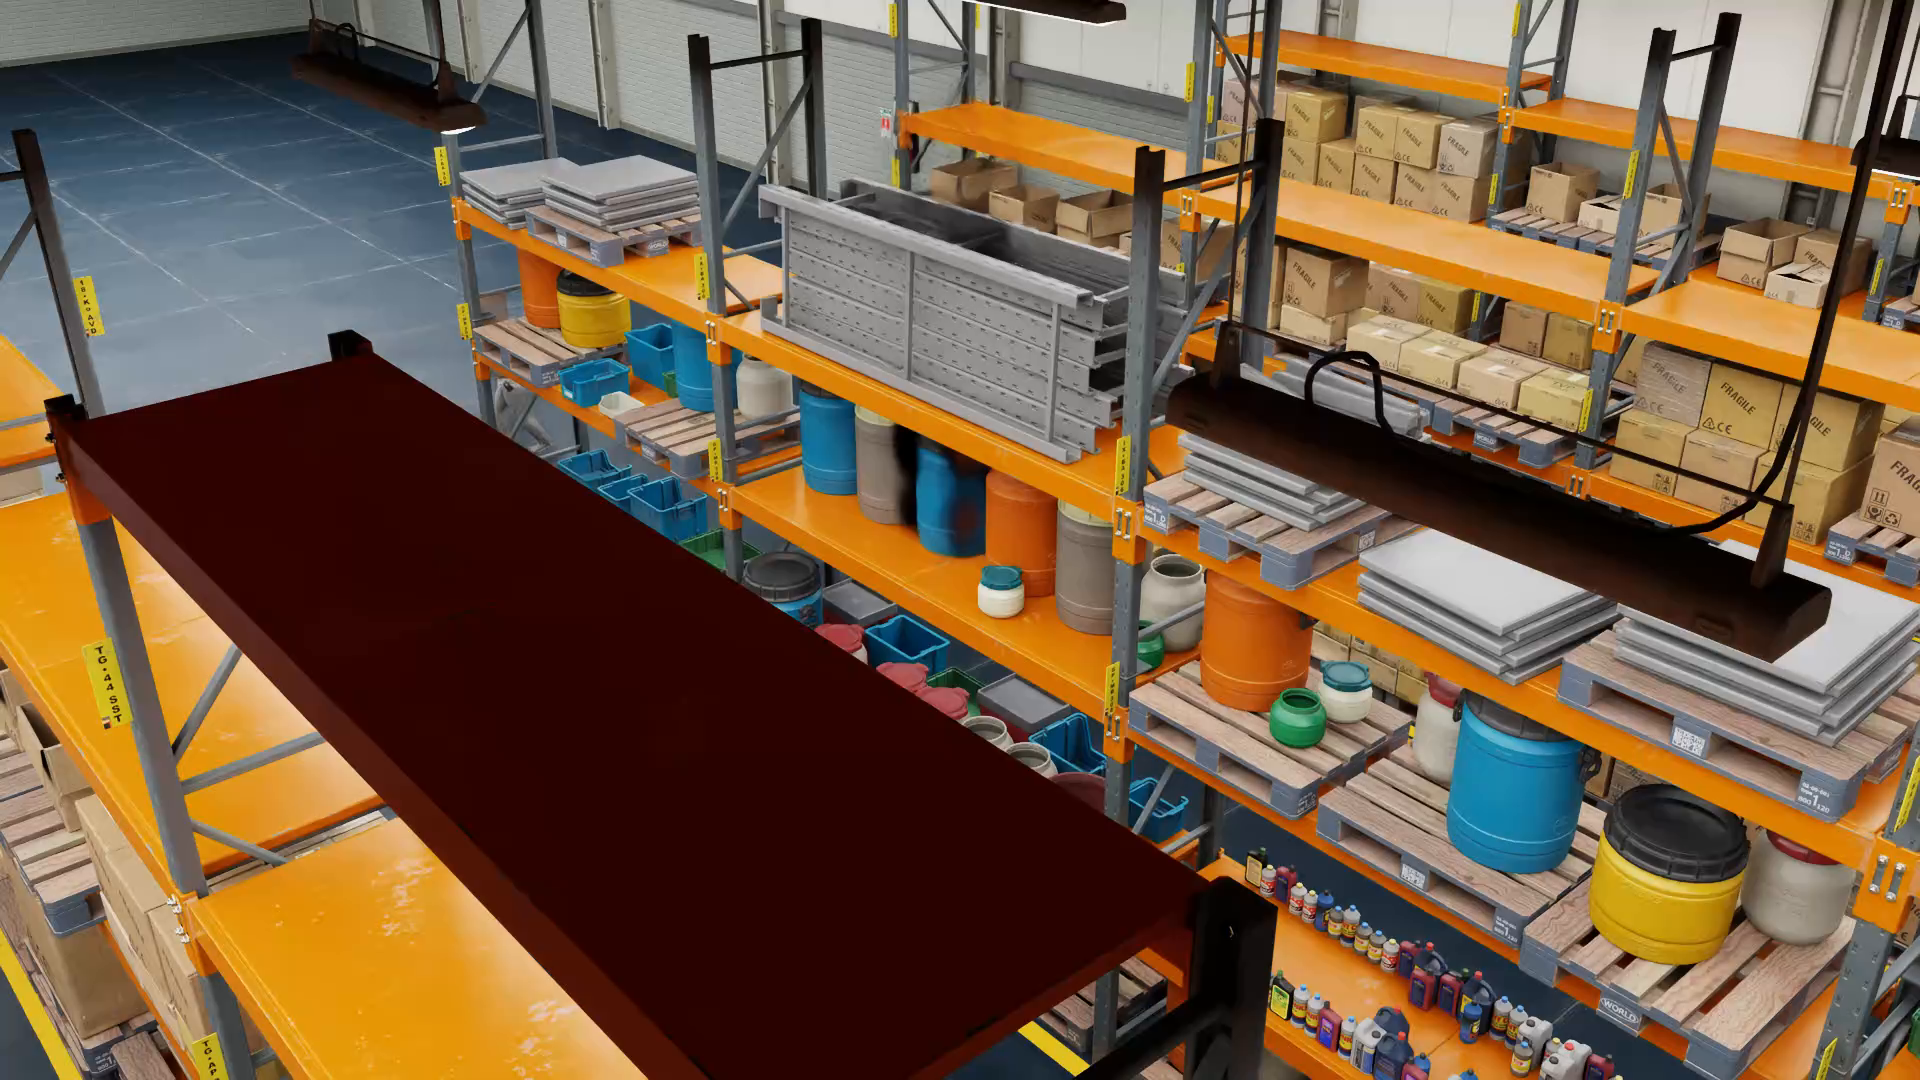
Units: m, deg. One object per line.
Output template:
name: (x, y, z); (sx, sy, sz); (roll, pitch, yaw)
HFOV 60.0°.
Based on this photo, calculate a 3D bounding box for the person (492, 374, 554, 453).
person: (-5.126, -1.726, 19.125); (0.735, 1.761, 0.554); (-6, 28, -11)
